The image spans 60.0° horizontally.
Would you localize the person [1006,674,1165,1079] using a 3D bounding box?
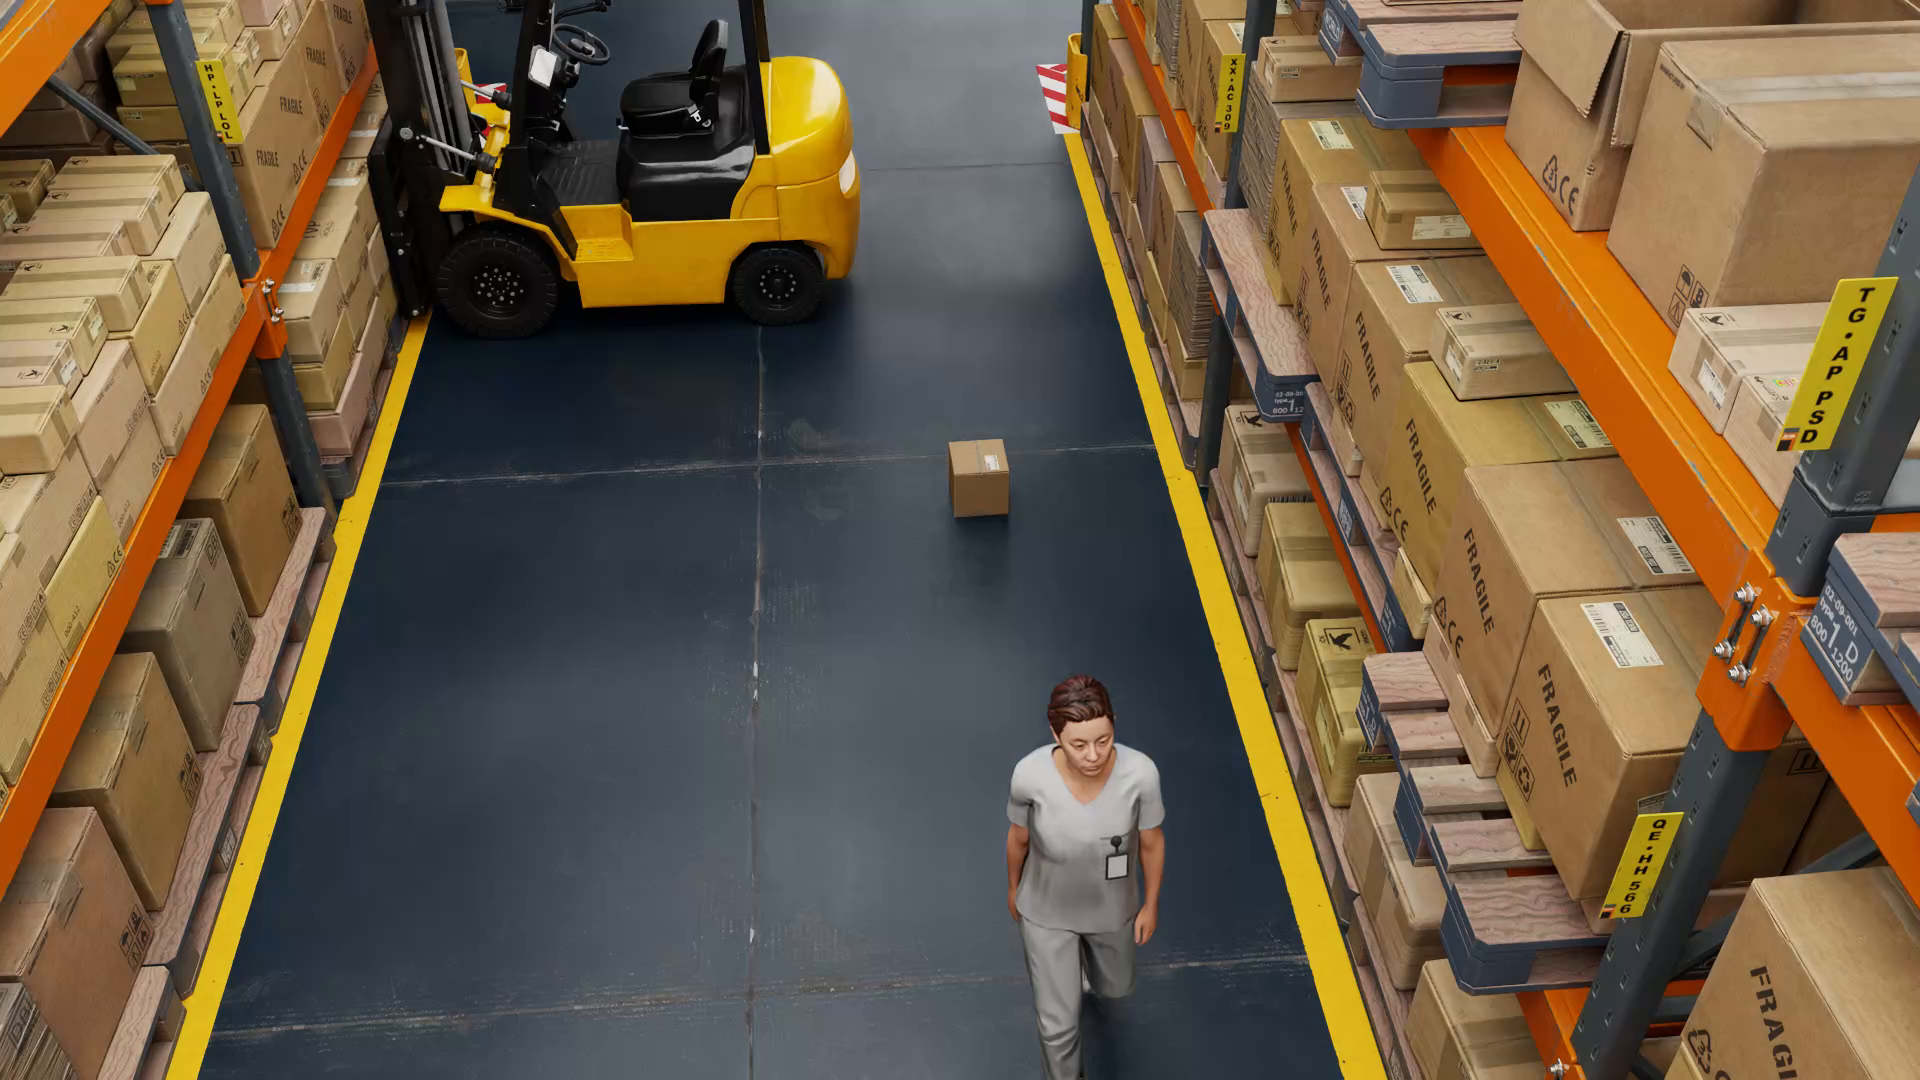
[{"bbox_3d":[0.358,1.028,4.888,0.451,1.638,0.839,-2,39,-2],"label":"person"}]
